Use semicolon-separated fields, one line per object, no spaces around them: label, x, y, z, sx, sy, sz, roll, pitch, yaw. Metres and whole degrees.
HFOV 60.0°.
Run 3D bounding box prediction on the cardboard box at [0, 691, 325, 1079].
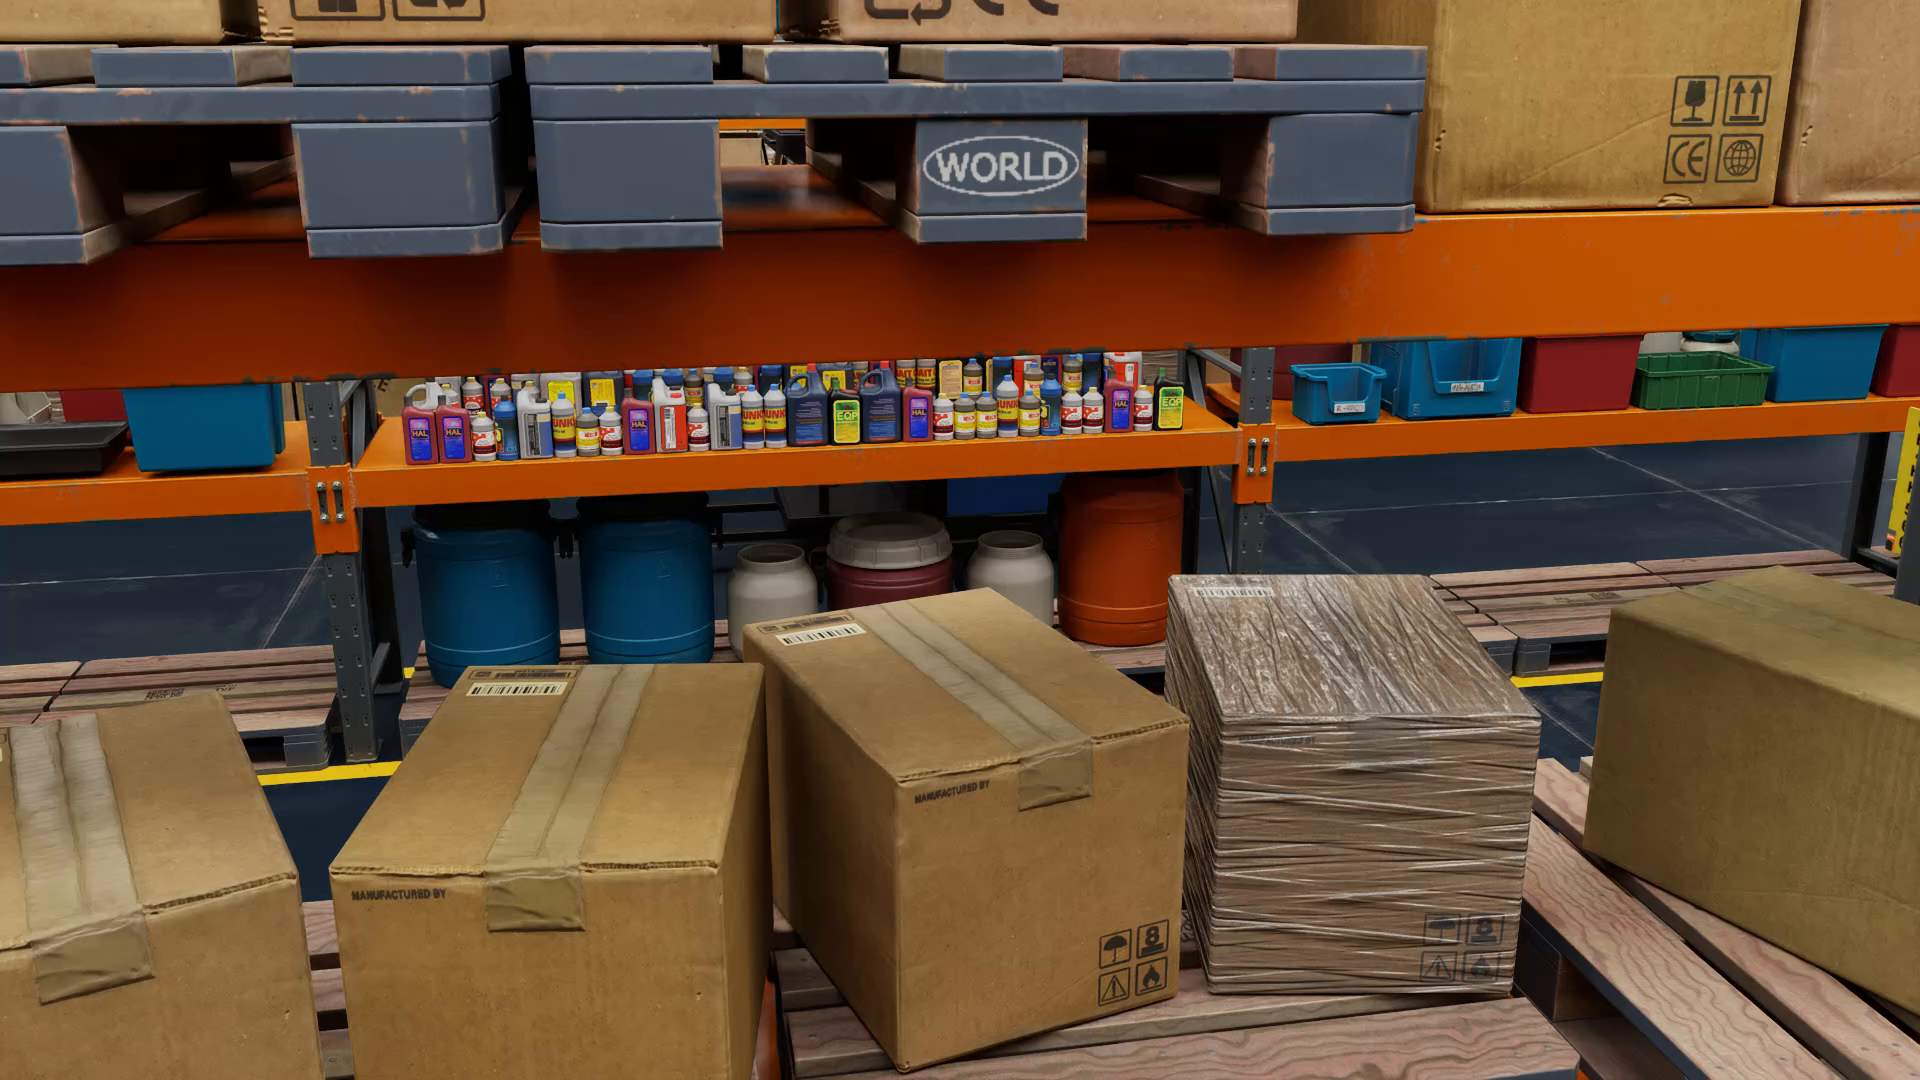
cardboard box;-1.231;0.605;2.348;0.500;0.500;0.700;-10;20;-29

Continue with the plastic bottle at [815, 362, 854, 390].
plastic bottle;-0.592;-0.760;7.761;0.185;0.351;0.144;-3;17;-10

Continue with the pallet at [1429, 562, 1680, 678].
pallet;3.216;0.398;8.655;1.213;0.211;1.003;-3;17;-10

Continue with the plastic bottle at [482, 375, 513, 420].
plastic bottle;-2.131;-0.698;7.675;0.133;0.283;0.061;-3;17;-10

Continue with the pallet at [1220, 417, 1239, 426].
pallet;2.276;-1.041;13.340;1.213;0.211;1.003;-3;17;-10

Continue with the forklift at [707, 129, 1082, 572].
forklift;-0.618;-1.365;9.765;3.031;2.935;1.130;-3;17;-11

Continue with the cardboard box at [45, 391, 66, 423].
cardboard box;-6.035;-1.112;11.728;0.875;0.875;0.875;-3;17;-10

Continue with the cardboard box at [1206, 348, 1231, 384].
cardboard box;2.065;-1.390;13.237;0.500;0.500;0.700;-2;17;-6

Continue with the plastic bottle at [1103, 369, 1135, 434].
plastic bottle;0.710;-0.622;7.425;0.133;0.283;0.061;-3;17;-10

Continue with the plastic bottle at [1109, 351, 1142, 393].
plastic bottle;0.795;-0.802;8.024;0.135;0.276;0.152;-3;17;-10

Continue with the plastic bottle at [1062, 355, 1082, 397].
plastic bottle;0.552;-0.806;8.165;0.097;0.201;0.097;0;17;0

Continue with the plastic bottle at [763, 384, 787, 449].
plastic bottle;-0.797;-0.536;7.167;0.097;0.271;0.097;0;17;0

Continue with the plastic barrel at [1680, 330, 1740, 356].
plastic barrel;3.851;-0.963;8.574;0.301;0.262;0.301;0;17;0

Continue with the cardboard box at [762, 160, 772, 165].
cardboard box;-1.938;-3.705;16.473;0.250;0.149;0.380;-3;17;-11

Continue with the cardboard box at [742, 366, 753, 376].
cardboard box;-1.245;-1.369;12.563;0.875;0.875;1.225;-3;17;-10

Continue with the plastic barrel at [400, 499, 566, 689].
plastic barrel;-2.137;0.164;7.528;0.708;0.901;0.600;-3;17;-10

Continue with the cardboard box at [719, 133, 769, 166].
cardboard box;-1.706;-2.680;12.050;0.637;0.503;0.797;-3;17;-9

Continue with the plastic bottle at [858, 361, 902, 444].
plastic bottle;-0.350;-0.606;7.260;0.185;0.351;0.144;-3;17;-10

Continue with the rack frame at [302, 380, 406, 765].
rack frame;-2.675;-0.613;7.198;0.127;3.000;1.000;-3;17;-10

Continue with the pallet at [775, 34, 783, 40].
pallet;-0.811;-2.092;7.228;1.213;0.211;1.003;-3;17;-10

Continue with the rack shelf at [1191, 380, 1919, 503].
rack shelf;3.216;-0.603;8.392;4.000;0.370;1.077;-3;17;-10

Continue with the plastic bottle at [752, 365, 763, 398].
plastic bottle;-0.917;-0.767;7.899;0.133;0.283;0.061;-3;17;-10

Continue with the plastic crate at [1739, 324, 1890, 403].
plastic crate;4.156;-0.900;8.160;0.575;0.384;0.392;-3;17;-10

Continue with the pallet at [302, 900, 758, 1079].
pallet;-0.934;0.894;2.619;1.213;0.211;1.003;-3;17;-10

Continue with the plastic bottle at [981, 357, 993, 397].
plastic bottle;0.172;-0.829;8.101;0.133;0.283;0.061;-3;17;-10

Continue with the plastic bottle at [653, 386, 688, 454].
plastic bottle;-1.239;-0.521;7.111;0.135;0.276;0.152;-3;17;-10

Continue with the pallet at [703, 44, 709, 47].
pallet;-2.812;-4.883;16.311;1.003;0.211;1.213;-3;17;-10

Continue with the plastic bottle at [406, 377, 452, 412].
plastic bottle;-2.228;-0.518;6.973;0.185;0.351;0.144;-3;17;-10

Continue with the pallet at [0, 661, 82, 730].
pallet;-4.590;0.841;7.214;1.213;0.211;1.003;-3;17;-10

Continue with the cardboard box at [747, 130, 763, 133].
cardboard box;-2.497;-5.158;21.400;0.500;0.250;0.500;-4;17;-12

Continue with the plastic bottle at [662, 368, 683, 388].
plastic bottle;-1.321;-0.688;7.661;0.097;0.271;0.097;0;17;0

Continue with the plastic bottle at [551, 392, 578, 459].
plastic bottle;-1.670;-0.486;7.005;0.097;0.271;0.097;0;17;0

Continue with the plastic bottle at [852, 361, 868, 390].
plastic bottle;-0.487;-0.780;7.963;0.097;0.271;0.097;0;17;0

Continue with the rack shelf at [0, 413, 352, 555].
rack shelf;-4.639;-0.158;6.941;4.000;0.370;1.077;-3;17;-10

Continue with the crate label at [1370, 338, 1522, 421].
crate label;2.279;-0.830;7.845;0.616;0.435;0.502;-3;17;-10

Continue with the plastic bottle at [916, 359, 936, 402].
plastic bottle;-0.164;-0.799;8.022;0.097;0.271;0.097;0;17;0

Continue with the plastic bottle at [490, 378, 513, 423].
plastic bottle;-2.098;-0.637;7.616;0.097;0.201;0.097;0;17;0

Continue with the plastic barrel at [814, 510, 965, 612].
plastic barrel;-0.333;0.211;7.907;0.708;0.588;0.600;-3;17;-10

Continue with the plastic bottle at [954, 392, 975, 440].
plastic bottle;0.020;-0.549;7.328;0.097;0.201;0.097;0;17;0

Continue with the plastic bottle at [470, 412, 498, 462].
plastic bottle;-1.993;-0.435;6.956;0.097;0.201;0.097;0;17;0

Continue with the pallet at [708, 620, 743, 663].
pallet;-0.709;0.620;7.933;1.213;0.211;1.003;-3;17;-10

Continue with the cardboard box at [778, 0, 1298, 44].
cardboard box;0.079;-0.997;2.284;0.600;0.600;0.600;-4;18;-13

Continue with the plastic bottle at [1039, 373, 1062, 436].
plastic bottle;0.402;-0.604;7.388;0.097;0.271;0.097;0;17;0

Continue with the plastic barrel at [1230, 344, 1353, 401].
plastic barrel;1.651;-1.014;8.272;0.708;0.536;0.600;-3;17;-10

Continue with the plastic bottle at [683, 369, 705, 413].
plastic bottle;-1.255;-0.703;7.831;0.097;0.201;0.097;0;17;0

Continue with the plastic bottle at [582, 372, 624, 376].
plastic bottle;-1.653;-0.745;7.713;0.185;0.351;0.144;-3;17;-10

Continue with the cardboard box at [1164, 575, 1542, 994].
cardboard box;0.657;0.407;2.991;0.500;0.500;0.700;0;17;0

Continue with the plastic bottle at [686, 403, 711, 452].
plastic bottle;-1.120;-0.484;7.117;0.097;0.201;0.097;0;17;0

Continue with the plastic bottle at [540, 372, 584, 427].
plastic bottle;-1.807;-0.693;7.544;0.185;0.351;0.144;-3;17;-10

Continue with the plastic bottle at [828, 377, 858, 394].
plastic bottle;-0.510;-0.571;7.259;0.133;0.283;0.061;-3;17;-10

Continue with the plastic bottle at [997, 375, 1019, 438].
plastic bottle;0.211;-0.593;7.353;0.097;0.271;0.097;0;17;0

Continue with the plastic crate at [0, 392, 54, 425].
plastic crate;-4.209;-0.553;7.103;0.530;0.282;0.437;-3;17;-10

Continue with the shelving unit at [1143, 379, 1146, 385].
shelving unit;1.154;-0.491;10.124;0.252;1.050;0.215;-9;19;-27
